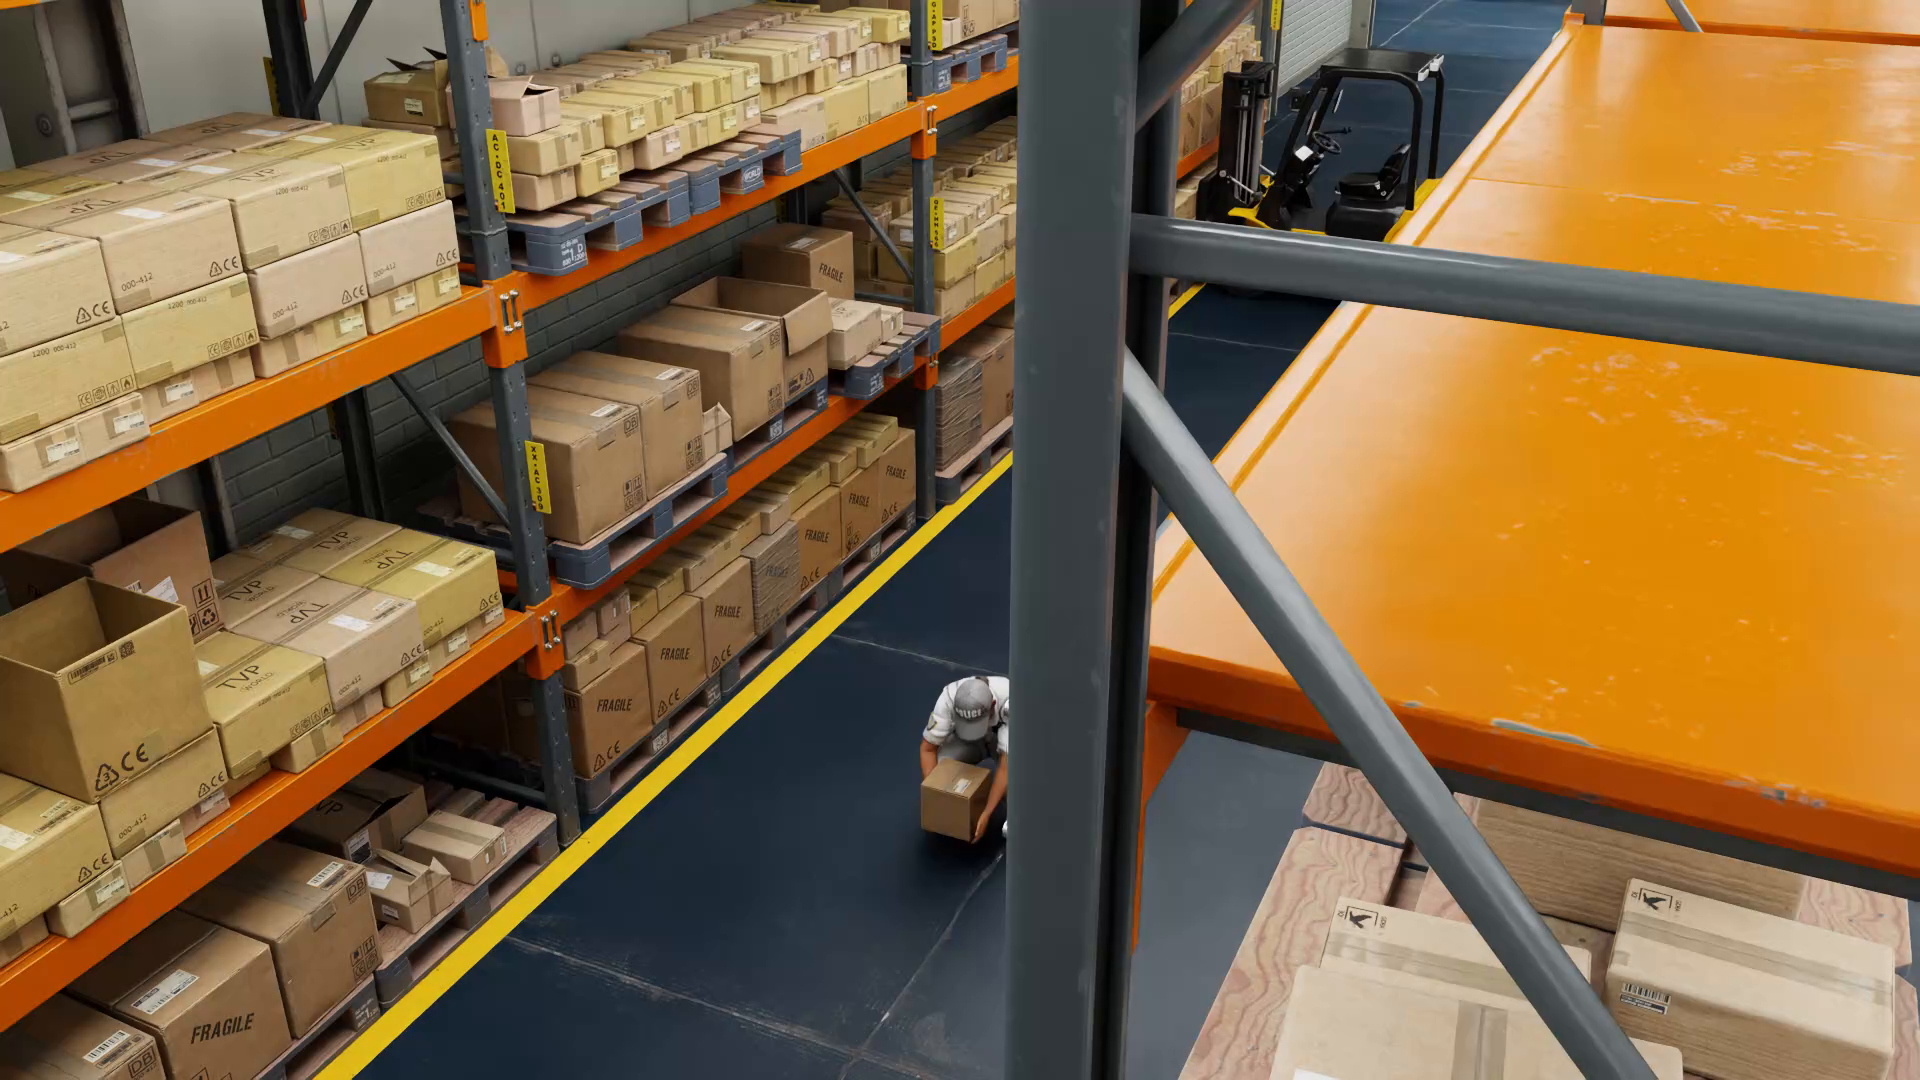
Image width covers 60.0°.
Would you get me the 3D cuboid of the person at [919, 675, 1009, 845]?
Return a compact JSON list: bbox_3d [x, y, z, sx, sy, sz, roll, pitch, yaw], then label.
[{"bbox_3d":[0.122,0.960,8.000,0.535,0.945,0.818,11,28,21],"label":"person"}]
